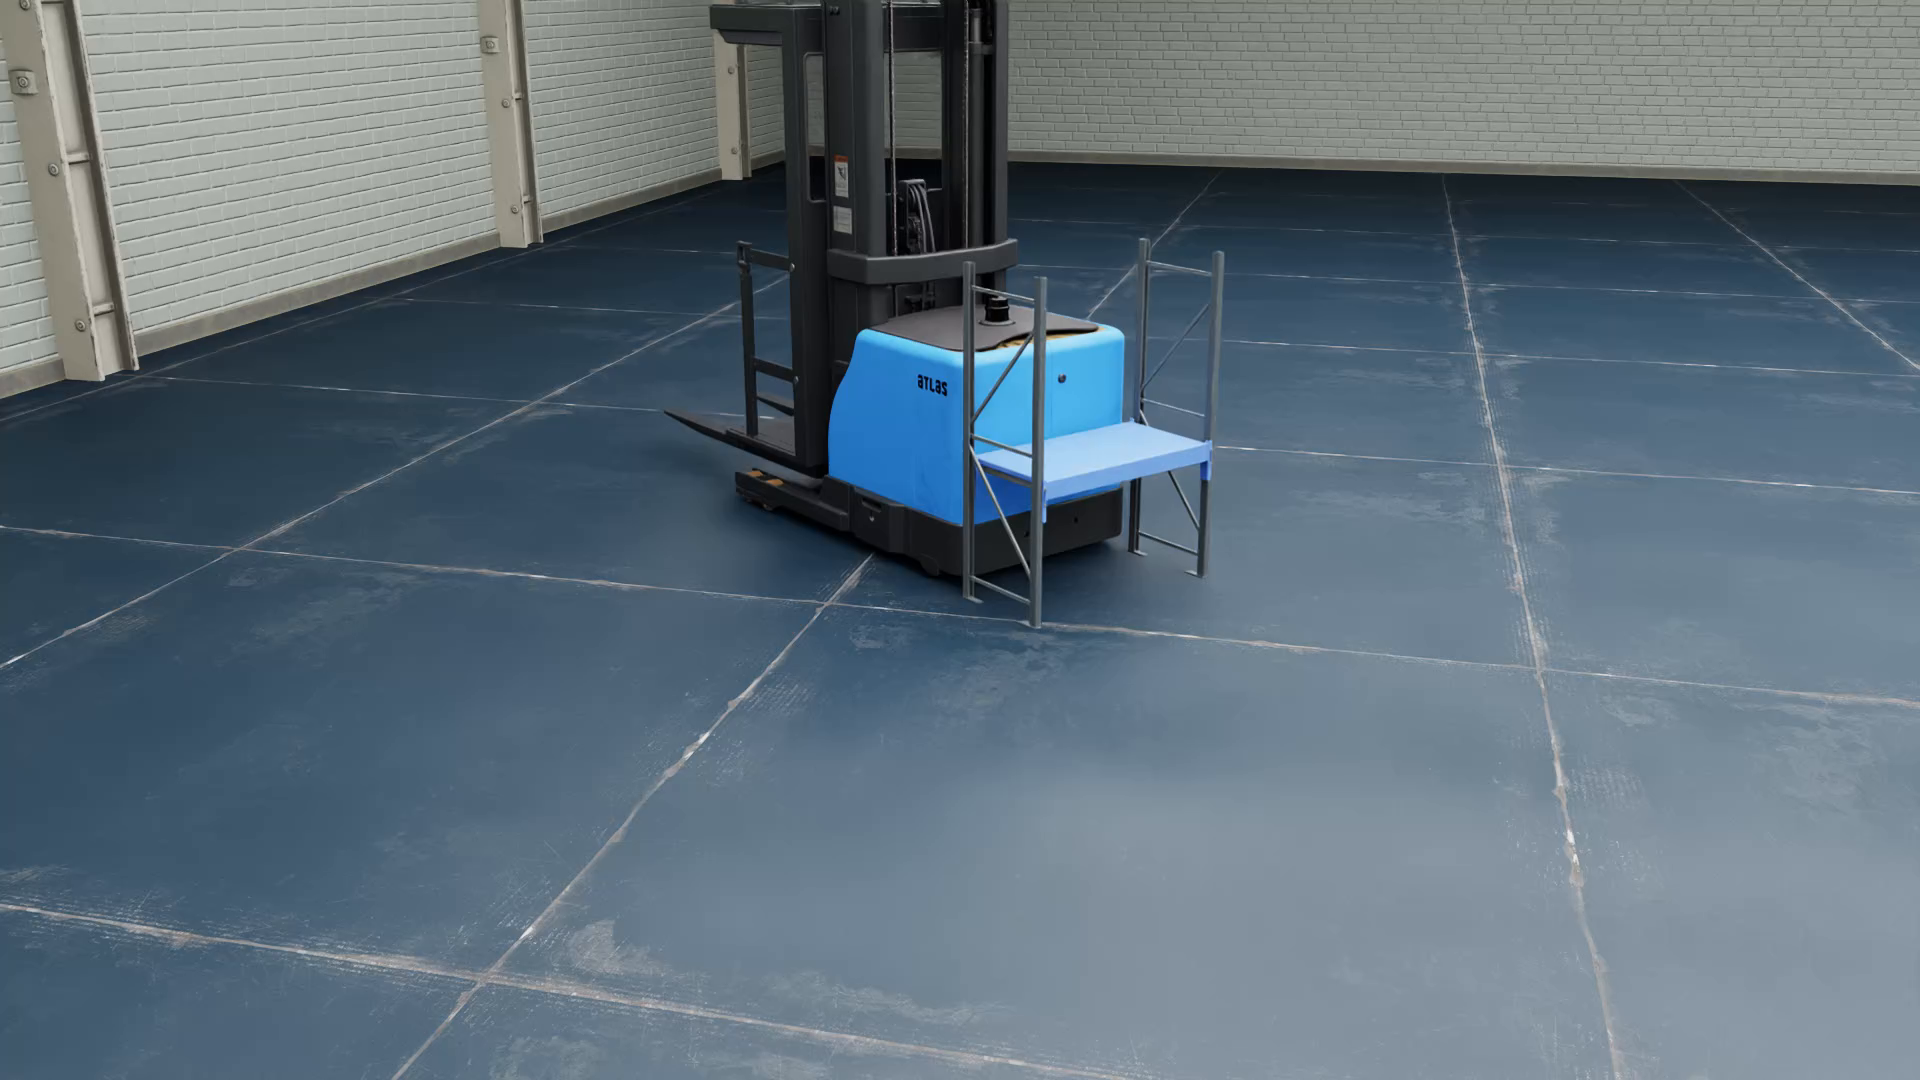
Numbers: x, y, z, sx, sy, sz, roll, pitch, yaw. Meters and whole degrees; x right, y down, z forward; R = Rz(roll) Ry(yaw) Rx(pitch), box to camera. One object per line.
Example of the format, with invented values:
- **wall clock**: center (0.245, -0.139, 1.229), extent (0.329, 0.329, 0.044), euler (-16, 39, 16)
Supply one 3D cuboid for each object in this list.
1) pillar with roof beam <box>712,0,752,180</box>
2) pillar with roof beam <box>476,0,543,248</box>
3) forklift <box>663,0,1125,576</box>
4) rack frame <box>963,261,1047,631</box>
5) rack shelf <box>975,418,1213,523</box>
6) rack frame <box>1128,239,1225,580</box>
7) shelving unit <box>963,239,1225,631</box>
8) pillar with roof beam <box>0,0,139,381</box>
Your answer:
- **pillar with roof beam**: center (1.128, -8.838, 20.141), extent (9.100, 9.000, 0.400), euler (5, 19, 13)
- **pillar with roof beam**: center (-0.338, -6.957, 14.635), extent (9.100, 9.000, 0.400), euler (5, 19, 13)
- **forklift**: center (-0.531, -1.628, 8.419), extent (1.130, 2.935, 3.031), euler (-15, 24, -37)
- **rack frame**: center (0.179, -0.391, 7.012), extent (0.032, 1.500, 0.500), euler (-14, 23, -36)
- **rack shelf**: center (0.579, -0.323, 7.368), extent (1.000, 0.185, 0.538), euler (-14, 23, -36)
- **rack frame**: center (0.978, -0.594, 7.607), extent (0.032, 1.500, 0.500), euler (-14, 23, -36)
- **shelving unit**: center (0.579, -0.493, 7.310), extent (1.048, 1.500, 0.538), euler (-14, 23, -36)
- **pillar with roof beam**: center (-1.804, -5.077, 9.129), extent (9.100, 9.000, 0.400), euler (5, 19, 13)
